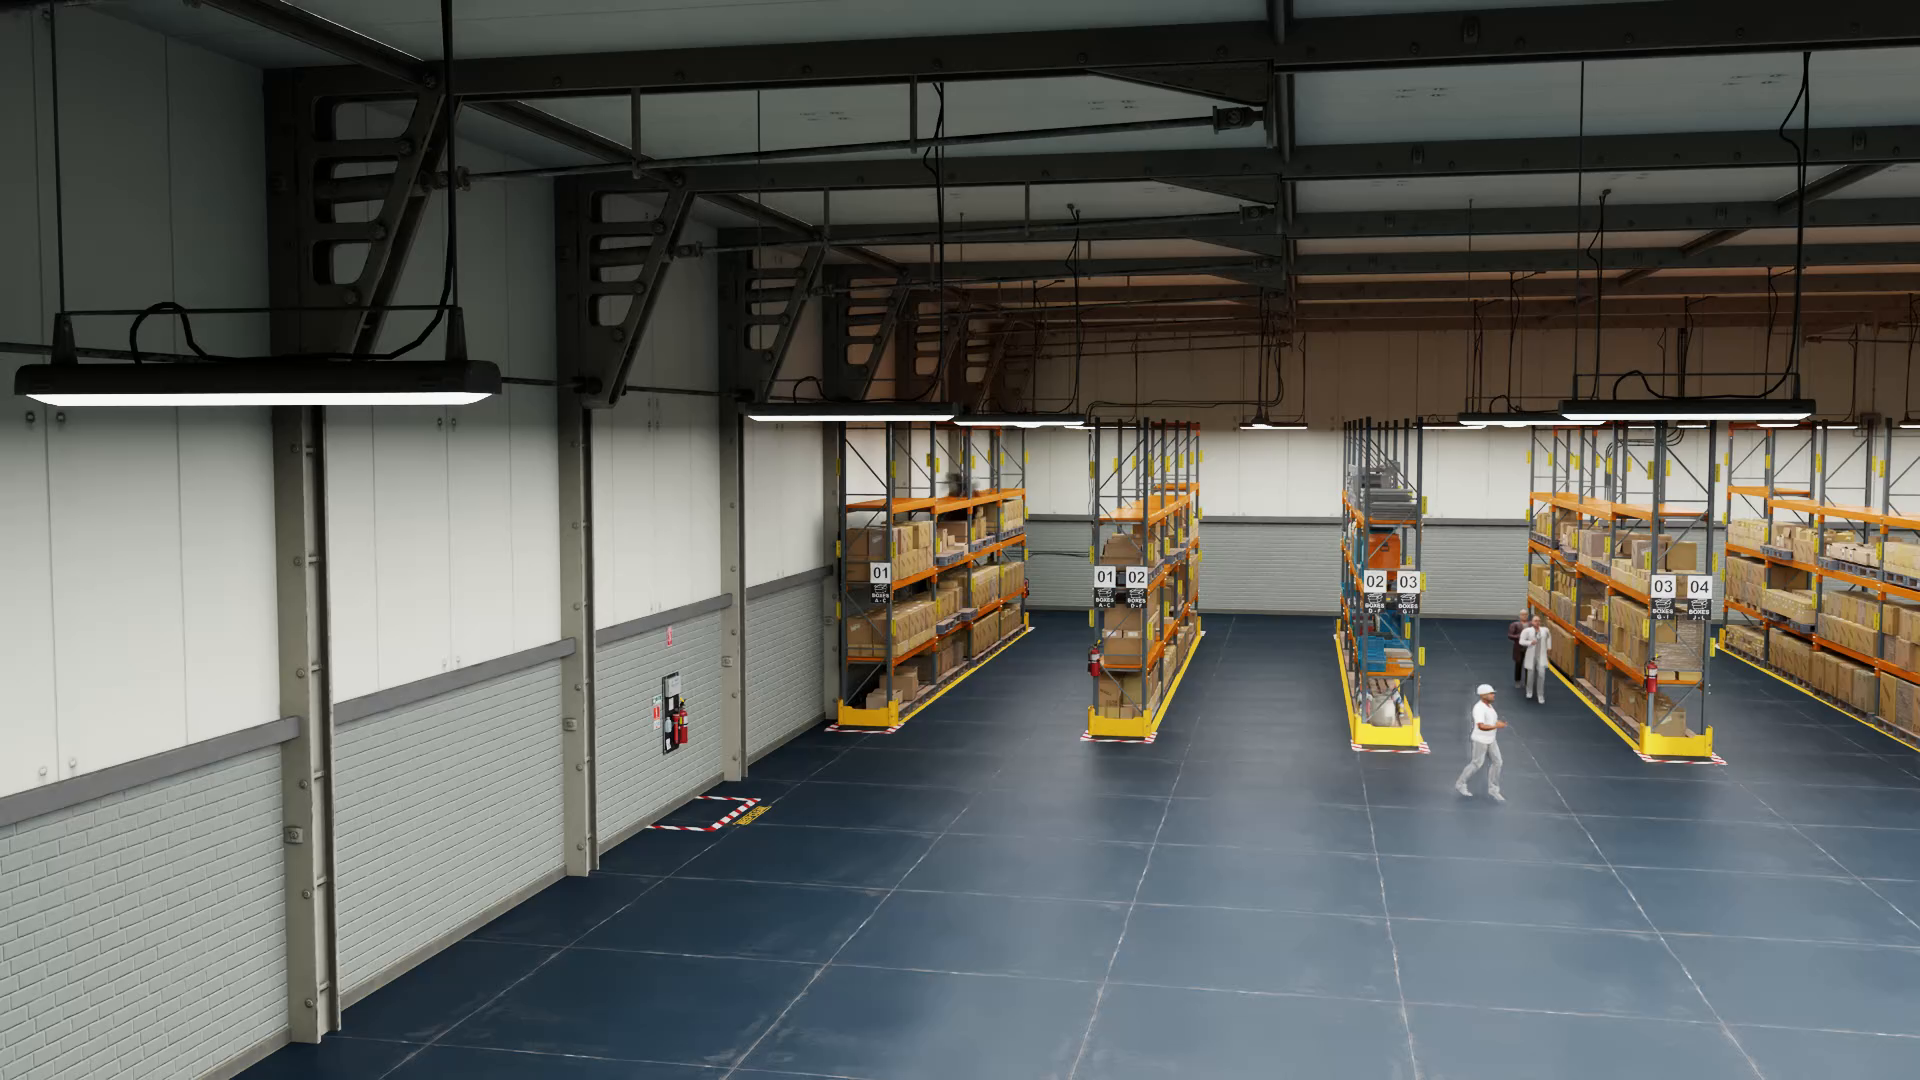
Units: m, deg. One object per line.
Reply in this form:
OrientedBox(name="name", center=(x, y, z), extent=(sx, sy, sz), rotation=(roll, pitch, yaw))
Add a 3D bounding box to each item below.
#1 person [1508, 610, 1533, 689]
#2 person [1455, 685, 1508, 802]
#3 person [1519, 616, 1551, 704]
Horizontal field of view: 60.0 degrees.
OrientedBox(name="person", center=(12.397, 2.482, 36.589), extent=(0.686, 1.714, 0.996), rotation=(1, 4, 10))
OrientedBox(name="person", center=(8.126, 3.158, 25.859), extent=(0.810, 1.840, 0.689), rotation=(3, 5, 38))
OrientedBox(name="person", center=(12.248, 2.537, 35.417), extent=(0.692, 1.862, 0.881), rotation=(1, 4, 12))
